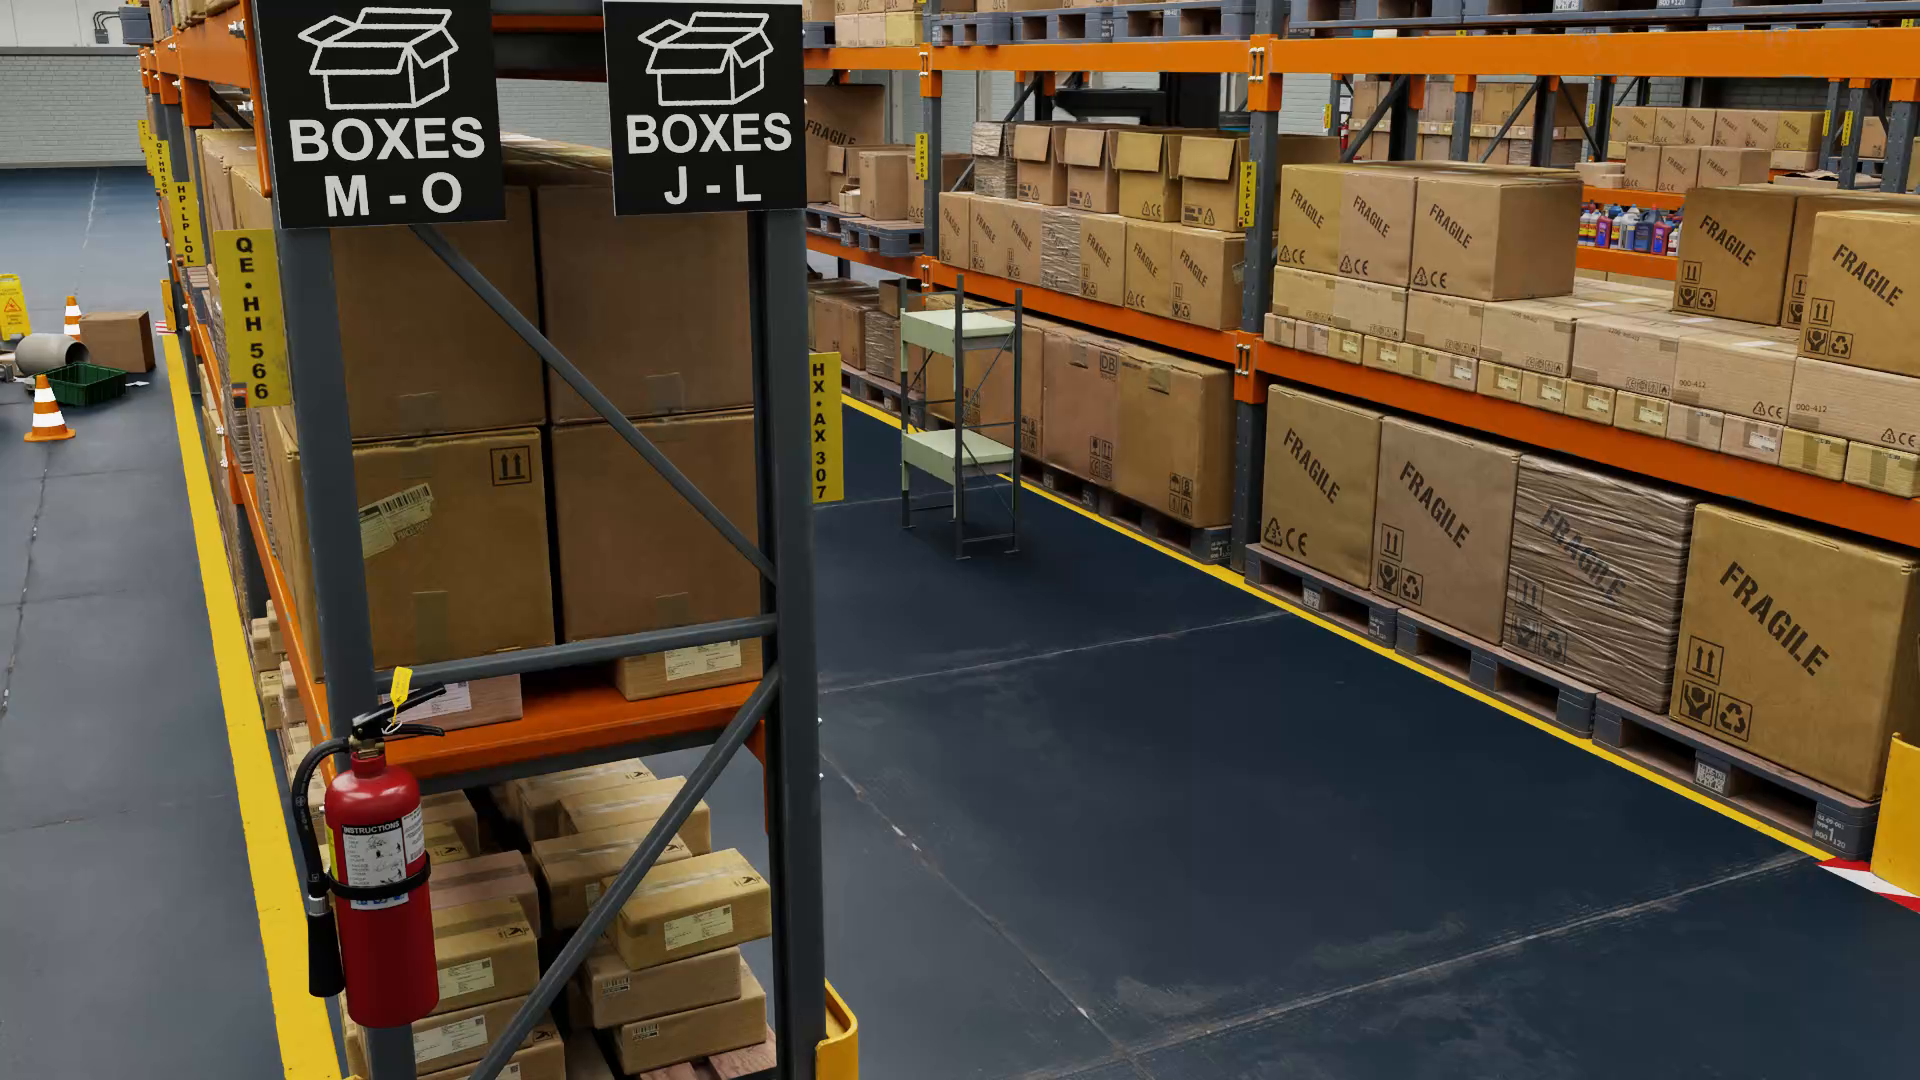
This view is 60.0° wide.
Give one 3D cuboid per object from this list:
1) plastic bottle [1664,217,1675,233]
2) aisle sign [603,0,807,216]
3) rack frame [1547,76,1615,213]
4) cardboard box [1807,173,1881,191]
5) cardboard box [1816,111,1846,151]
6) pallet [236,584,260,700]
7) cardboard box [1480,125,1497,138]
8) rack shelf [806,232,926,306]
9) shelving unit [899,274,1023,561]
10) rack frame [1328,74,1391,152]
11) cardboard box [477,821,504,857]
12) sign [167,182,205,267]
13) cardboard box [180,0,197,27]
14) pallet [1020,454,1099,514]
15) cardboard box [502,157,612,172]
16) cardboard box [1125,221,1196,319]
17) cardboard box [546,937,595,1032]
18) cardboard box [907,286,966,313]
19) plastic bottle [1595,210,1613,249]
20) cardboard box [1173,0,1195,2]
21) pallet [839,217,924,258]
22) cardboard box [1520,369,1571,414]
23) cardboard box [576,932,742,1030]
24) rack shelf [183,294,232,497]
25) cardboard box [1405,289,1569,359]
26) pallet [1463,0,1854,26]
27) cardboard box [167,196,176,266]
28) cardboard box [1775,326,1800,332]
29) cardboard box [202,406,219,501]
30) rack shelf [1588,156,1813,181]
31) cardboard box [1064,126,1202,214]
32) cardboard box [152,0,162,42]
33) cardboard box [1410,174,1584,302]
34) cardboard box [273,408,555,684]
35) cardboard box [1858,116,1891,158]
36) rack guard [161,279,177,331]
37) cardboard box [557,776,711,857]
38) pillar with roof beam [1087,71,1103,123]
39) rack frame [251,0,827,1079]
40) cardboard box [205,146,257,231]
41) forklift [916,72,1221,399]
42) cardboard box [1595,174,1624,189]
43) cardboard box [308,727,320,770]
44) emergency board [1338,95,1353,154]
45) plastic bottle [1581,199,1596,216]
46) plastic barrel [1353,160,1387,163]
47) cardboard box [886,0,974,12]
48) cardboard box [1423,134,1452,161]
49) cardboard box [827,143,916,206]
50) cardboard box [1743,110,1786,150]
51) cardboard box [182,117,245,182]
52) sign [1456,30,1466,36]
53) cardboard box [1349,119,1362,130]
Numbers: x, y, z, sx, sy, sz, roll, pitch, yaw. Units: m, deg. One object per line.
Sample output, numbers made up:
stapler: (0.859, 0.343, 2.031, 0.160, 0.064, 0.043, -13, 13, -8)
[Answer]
plastic bottle: (5.331, -2.292, 12.531, 0.097, 0.271, 0.097, 0, 16, 0)
aisle sign: (-0.487, -1.025, 3.173, 0.394, 0.787, 0.004, -8, 18, -25)
rack frame: (7.364, -4.504, 20.007, 1.000, 3.000, 0.127, -8, 18, -25)
cardboard box: (8.997, -3.565, 16.895, 0.500, 0.311, 0.500, -6, 17, -21)
cardboard box: (11.798, -5.543, 22.504, 0.500, 0.500, 0.500, -8, 18, -26)
pallet: (-2.883, 0.398, 7.981, 1.003, 0.211, 1.213, -8, 18, -25)
cardboard box: (6.713, -5.096, 20.714, 0.380, 0.149, 0.250, -8, 18, -25)
rack shelf: (-0.666, -2.466, 14.210, 1.077, 0.370, 4.000, -8, 18, -25)
shelving unit: (-0.003, -0.723, 9.550, 0.431, 1.500, 0.755, -8, 18, -25)
rack frame: (5.612, -5.496, 23.463, 1.000, 3.000, 0.127, -8, 18, -25)
cardboard box: (-1.530, 0.964, 4.822, 0.380, 0.149, 0.250, -8, 18, -26)
sign: (-3.038, -1.238, 6.528, 0.100, 0.325, 0.005, -8, 18, -25)
cardboard box: (-2.137, -1.718, 5.133, 0.500, 0.250, 0.500, -7, 17, -23)
pallet: (1.018, -0.469, 11.001, 1.003, 0.211, 1.213, -8, 18, -25)
cardboard box: (-0.973, -0.697, 4.209, 0.500, 0.500, 0.500, -7, 17, -23)
cardboard box: (1.301, -1.578, 9.632, 0.500, 0.500, 0.500, -7, 17, -23)
cardboard box: (-0.918, 1.187, 4.583, 0.380, 0.149, 0.250, -8, 18, -25)
cardboard box: (-0.110, -1.849, 13.129, 0.500, 0.250, 0.500, -7, 17, -23)
plastic bottle: (5.027, -2.420, 12.956, 0.061, 0.283, 0.133, -8, 18, -25)
cardboard box: (1.563, -3.208, 9.452, 0.500, 0.311, 0.500, -8, 18, -27)
pallet: (-0.198, -2.387, 12.980, 1.213, 0.211, 1.003, -8, 18, -25)
cardboard box: (2.593, -0.639, 6.994, 0.380, 0.149, 0.250, -7, 18, -24)
cardboard box: (-0.787, 1.107, 4.324, 0.380, 0.149, 0.250, -7, 17, -23)
rack shelf: (-3.417, -0.900, 8.752, 1.077, 0.370, 4.000, -8, 18, -25)
cardboard box: (2.378, -0.995, 7.512, 0.500, 0.250, 0.500, -7, 18, -24)
pallet: (2.842, -2.217, 6.760, 1.003, 0.211, 1.213, -8, 18, -25)
cardboard box: (-5.396, -2.243, 11.948, 0.500, 0.500, 0.500, -7, 18, -24)
cardboard box: (3.514, -0.683, 6.424, 0.500, 0.250, 0.500, -8, 18, -26)
cardboard box: (-4.212, -0.536, 9.949, 0.500, 0.500, 0.500, -8, 18, -27)
rack shelf: (10.940, -5.253, 23.923, 1.077, 0.370, 4.000, -8, 18, -25)
cardboard box: (1.099, -2.335, 10.451, 0.797, 0.503, 0.637, -7, 17, -23)
cardboard box: (-4.056, -2.934, 8.919, 0.500, 0.500, 0.500, -8, 18, -25)
cardboard box: (2.383, -1.354, 7.404, 0.500, 0.500, 0.500, -8, 18, -27)
cardboard box: (-1.216, -0.029, 3.694, 0.500, 0.500, 0.500, -7, 18, -24)
cardboard box: (12.008, -5.232, 21.567, 0.700, 0.500, 0.500, -8, 18, -25)
rack guard: (-7.808, -2.530, 17.659, 1.175, 0.500, 0.348, -8, 18, -25)
cardboard box: (-0.936, 0.822, 4.777, 0.380, 0.149, 0.250, -8, 18, -25)
pillar with roof beam: (-0.608, -12.853, 38.224, 9.100, 9.000, 0.400, -8, 18, -25)
rack frame: (-0.785, 0.242, 3.470, 0.949, 2.616, 0.053, -8, 18, -25)
cardboard box: (-1.905, -0.897, 4.905, 0.500, 0.500, 0.500, -8, 18, -27)
forklift: (1.185, -2.365, 12.677, 3.031, 2.935, 1.130, 1, 16, 2)
cardboard box: (7.569, -4.139, 19.190, 0.380, 0.149, 0.250, -8, 18, -25)
cardboard box: (-1.914, 0.634, 5.432, 0.380, 0.149, 0.250, -8, 18, -25)
emergency board: (7.471, -8.131, 32.647, 0.194, 1.169, 0.643, -8, 18, -25)
plastic bottle: (5.324, -2.752, 14.115, 0.061, 0.283, 0.133, -8, 18, -25)
plastic barrel: (3.835, -3.302, 15.615, 0.421, 0.512, 0.421, 0, 16, 0)
cardboard box: (-0.224, -4.134, 12.193, 0.500, 0.500, 0.500, -7, 17, -23)
cardboard box: (6.486, -5.043, 21.704, 0.700, 0.500, 0.500, -7, 17, -23)
cardboard box: (-0.700, -3.140, 14.307, 0.797, 0.503, 0.637, -6, 17, -19)
cardboard box: (11.107, -5.604, 22.717, 0.500, 0.500, 0.500, -8, 18, -25)
cardboard box: (-5.374, -2.887, 12.378, 0.700, 0.500, 0.500, -7, 18, -24)
sign: (4.171, -4.237, 13.831, 0.100, 0.325, 0.005, -8, 18, -25)
cardboard box: (5.590, -5.732, 22.930, 0.380, 0.149, 0.250, -8, 18, -25)
